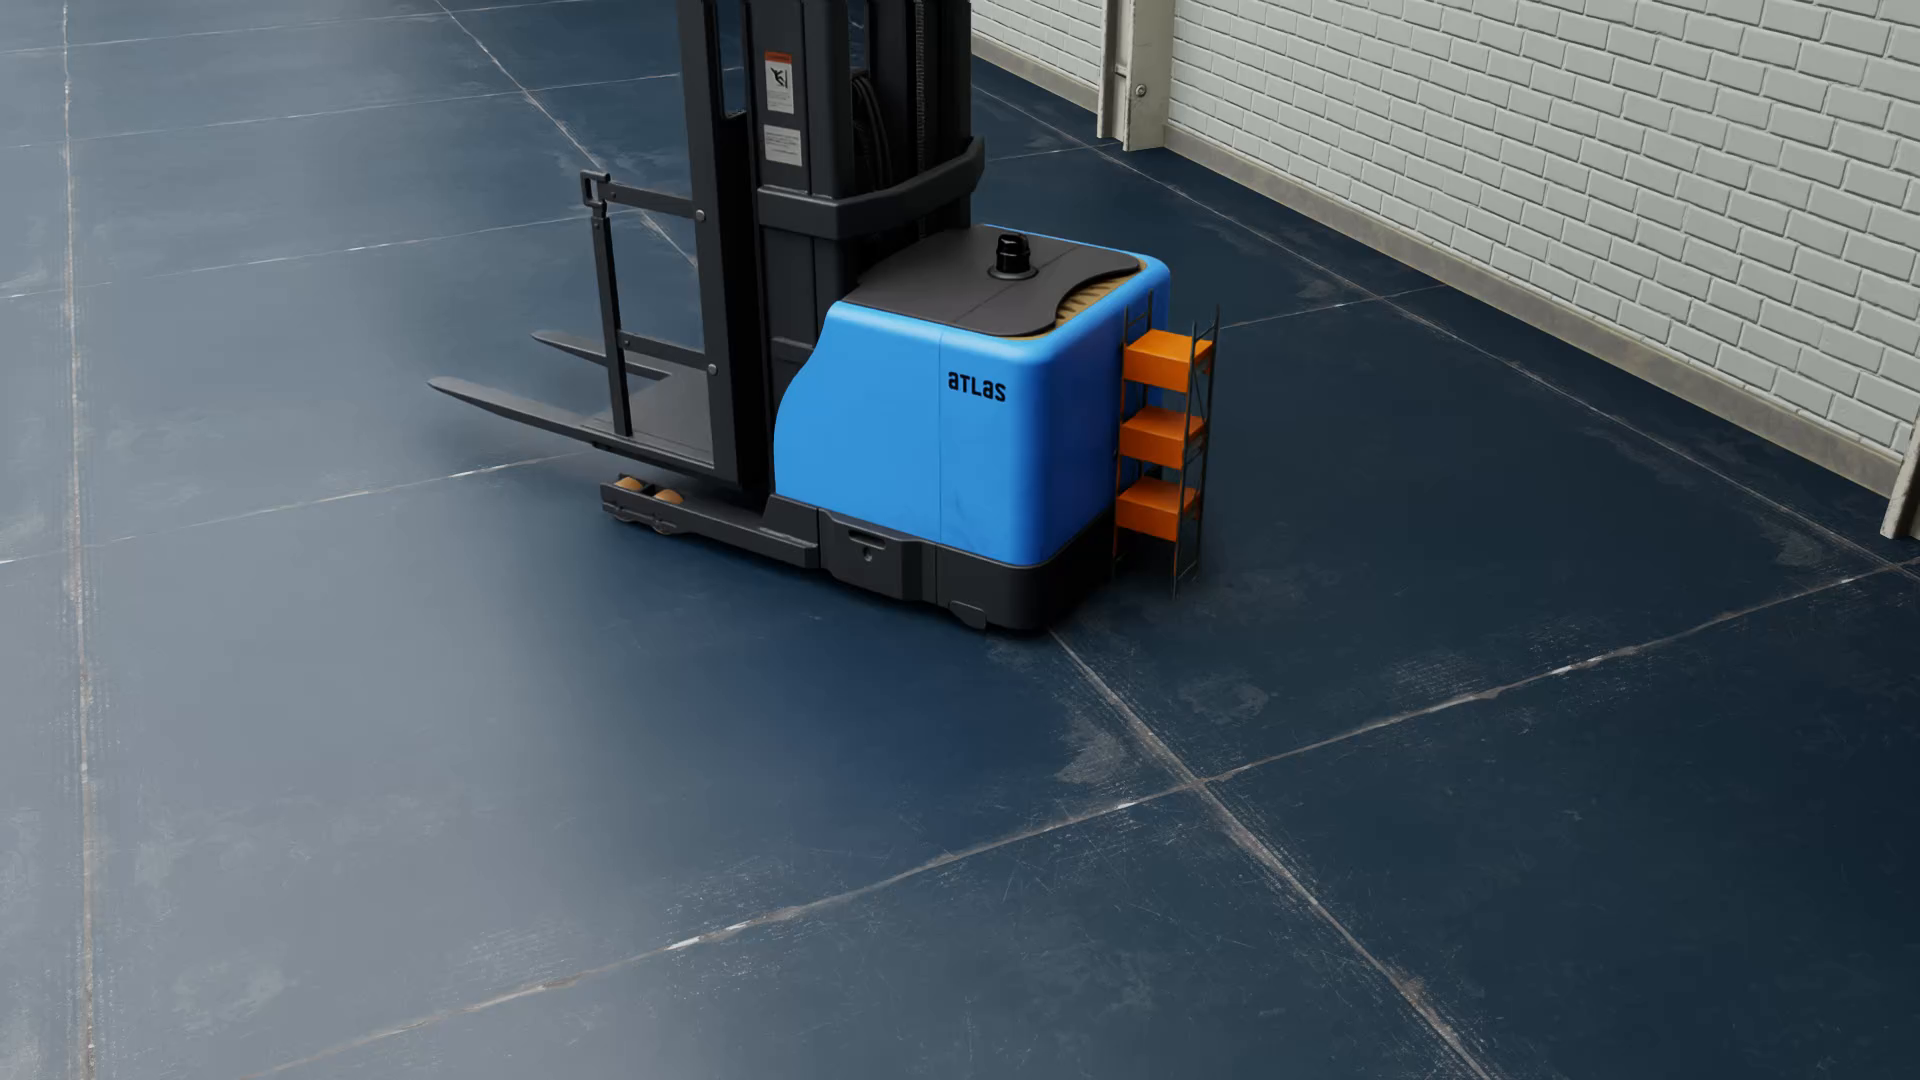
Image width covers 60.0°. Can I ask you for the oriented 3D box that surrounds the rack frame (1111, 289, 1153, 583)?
[{"bbox_3d":[0.597,-0.346,5.794,0.008,1.050,0.200,17,33,27],"label":"rack frame"}]

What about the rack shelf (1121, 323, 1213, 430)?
[{"bbox_3d":[0.701,-0.553,5.604,0.240,0.259,0.215,17,33,27],"label":"rack shelf"}]

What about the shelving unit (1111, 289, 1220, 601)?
[{"bbox_3d":[0.701,-0.315,5.738,0.252,1.050,0.215,17,33,27],"label":"shelving unit"}]

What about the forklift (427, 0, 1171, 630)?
[{"bbox_3d":[-0.774,-1.500,5.929,3.031,2.935,1.130,17,33,27],"label":"forklift"}]

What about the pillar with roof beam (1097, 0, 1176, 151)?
[{"bbox_3d":[-2.759,-5.644,7.115,9.100,9.000,0.400,-13,32,-22],"label":"pillar with roof beam"}]

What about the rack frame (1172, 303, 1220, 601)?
[{"bbox_3d":[0.805,-0.284,5.683,0.008,1.050,0.200,17,33,27],"label":"rack frame"}]

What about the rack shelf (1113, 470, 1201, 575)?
[{"bbox_3d":[0.701,-0.063,5.879,0.240,0.259,0.215,17,33,27],"label":"rack shelf"}]

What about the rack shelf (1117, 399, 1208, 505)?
[{"bbox_3d":[0.701,-0.306,5.743,0.240,0.259,0.215,17,33,27],"label":"rack shelf"}]
